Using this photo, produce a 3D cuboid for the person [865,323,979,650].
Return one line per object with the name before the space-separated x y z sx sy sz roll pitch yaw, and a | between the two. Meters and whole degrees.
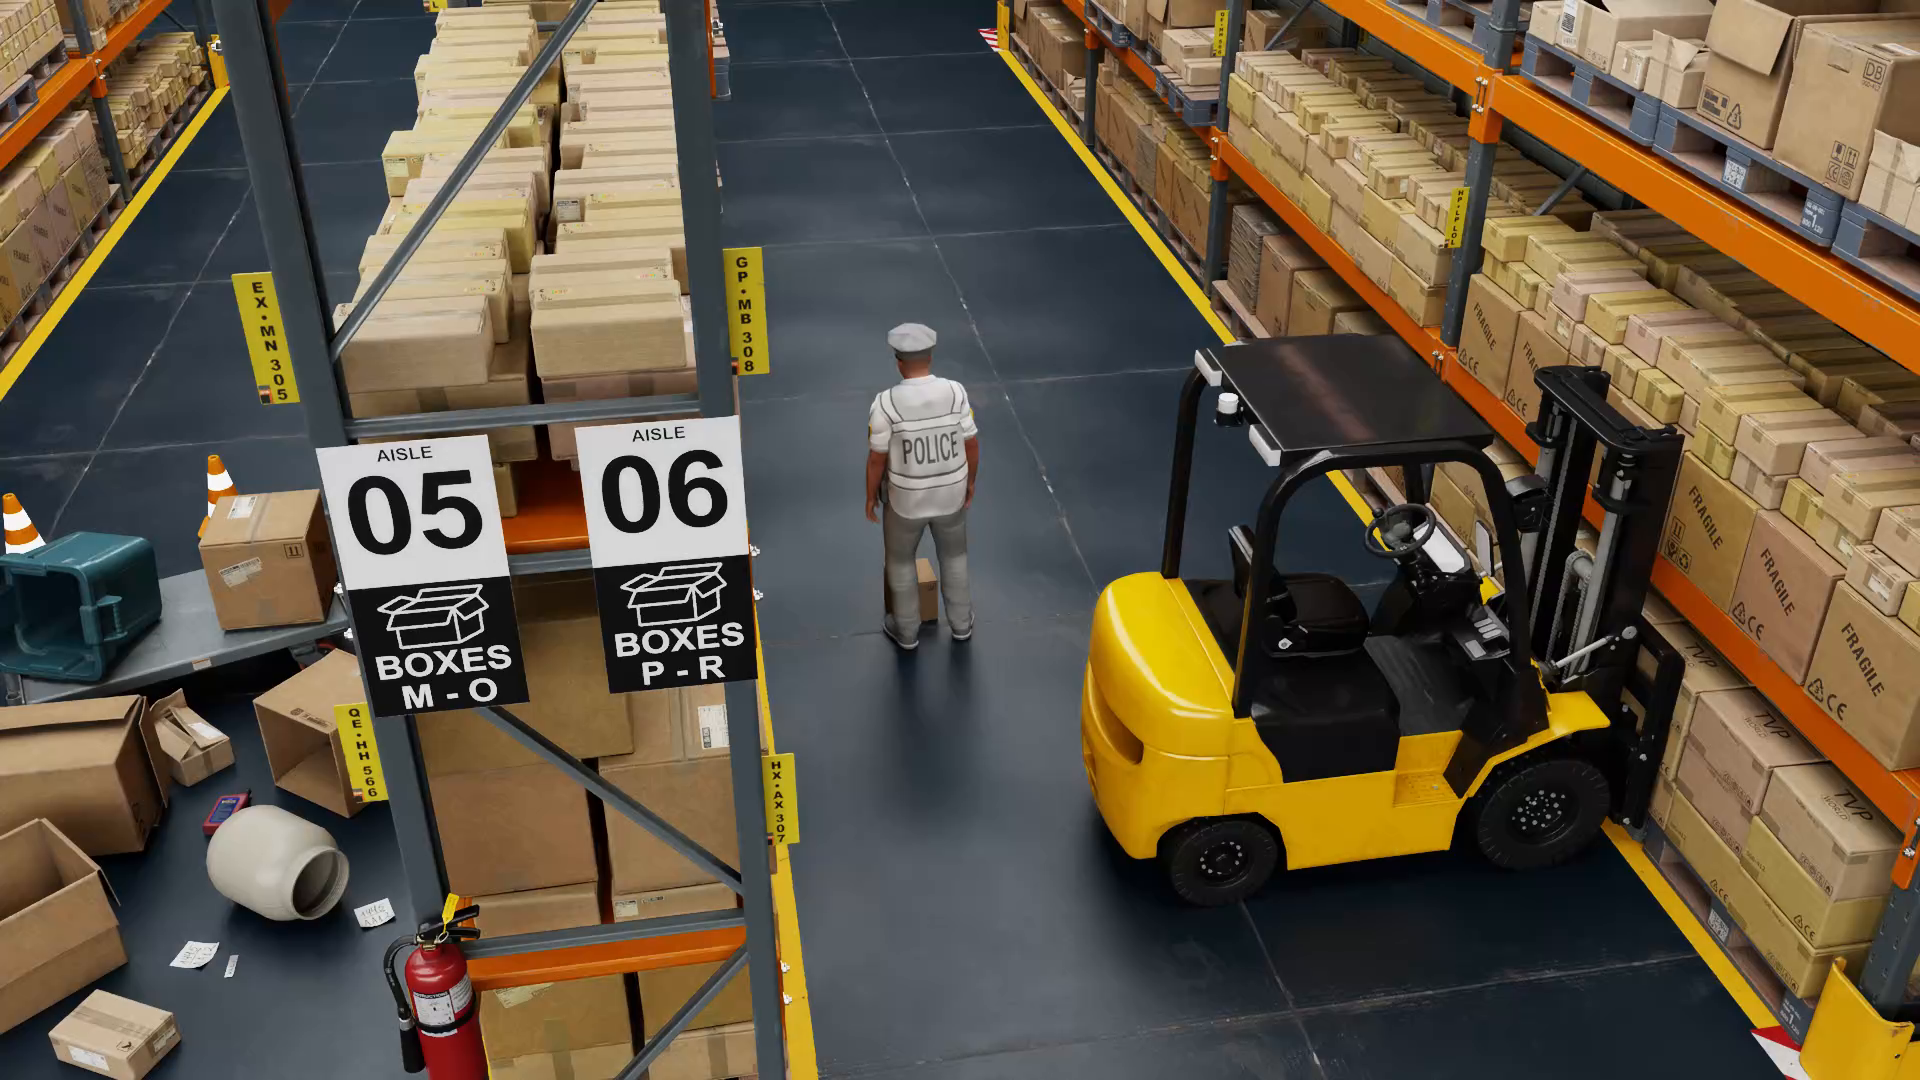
person | -0.184 -0.233 8.524 0.604 1.750 0.429 -9 32 -14
